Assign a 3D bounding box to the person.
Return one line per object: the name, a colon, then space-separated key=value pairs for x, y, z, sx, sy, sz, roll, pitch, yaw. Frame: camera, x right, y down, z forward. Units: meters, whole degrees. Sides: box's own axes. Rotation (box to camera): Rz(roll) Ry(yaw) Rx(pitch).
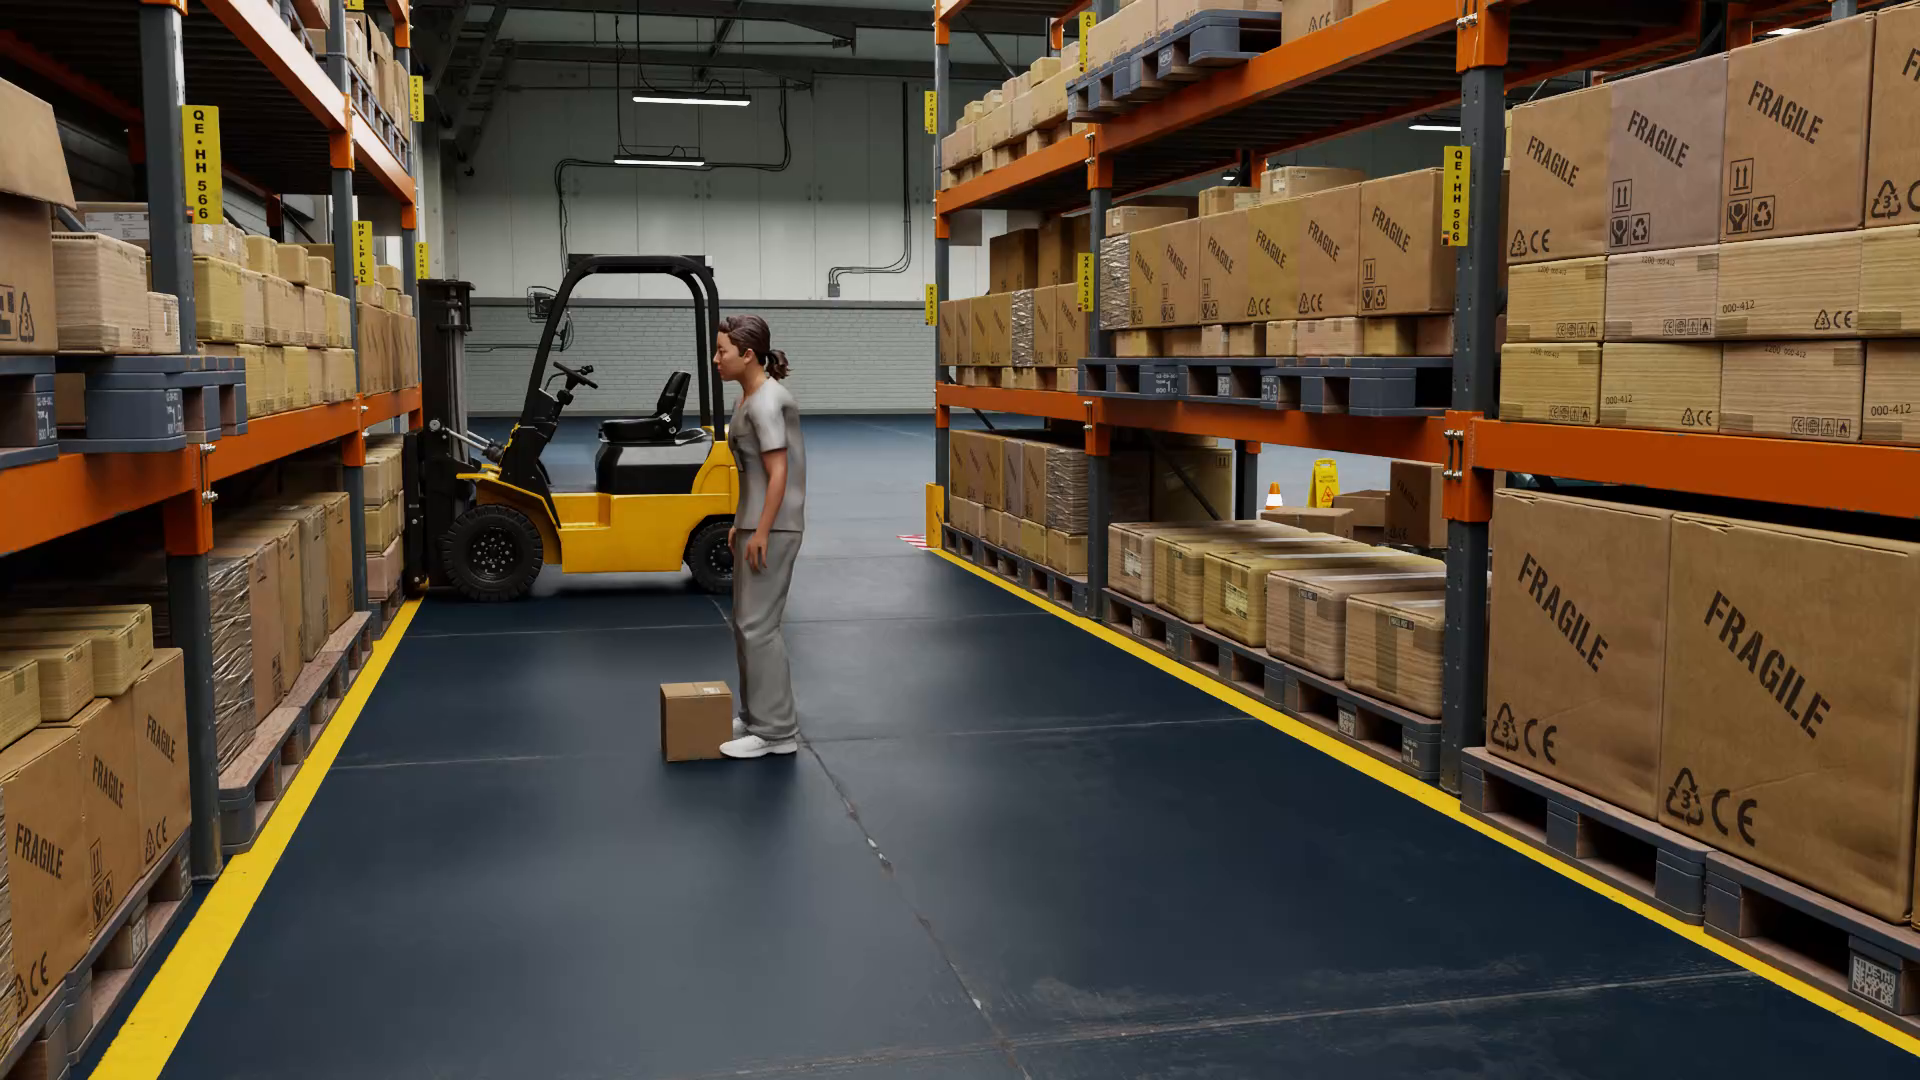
person: x=-0.772 y=-0.022 z=6.352 sx=0.356 sy=1.673 sz=0.512 roll=-2 pitch=6 yaw=-16
